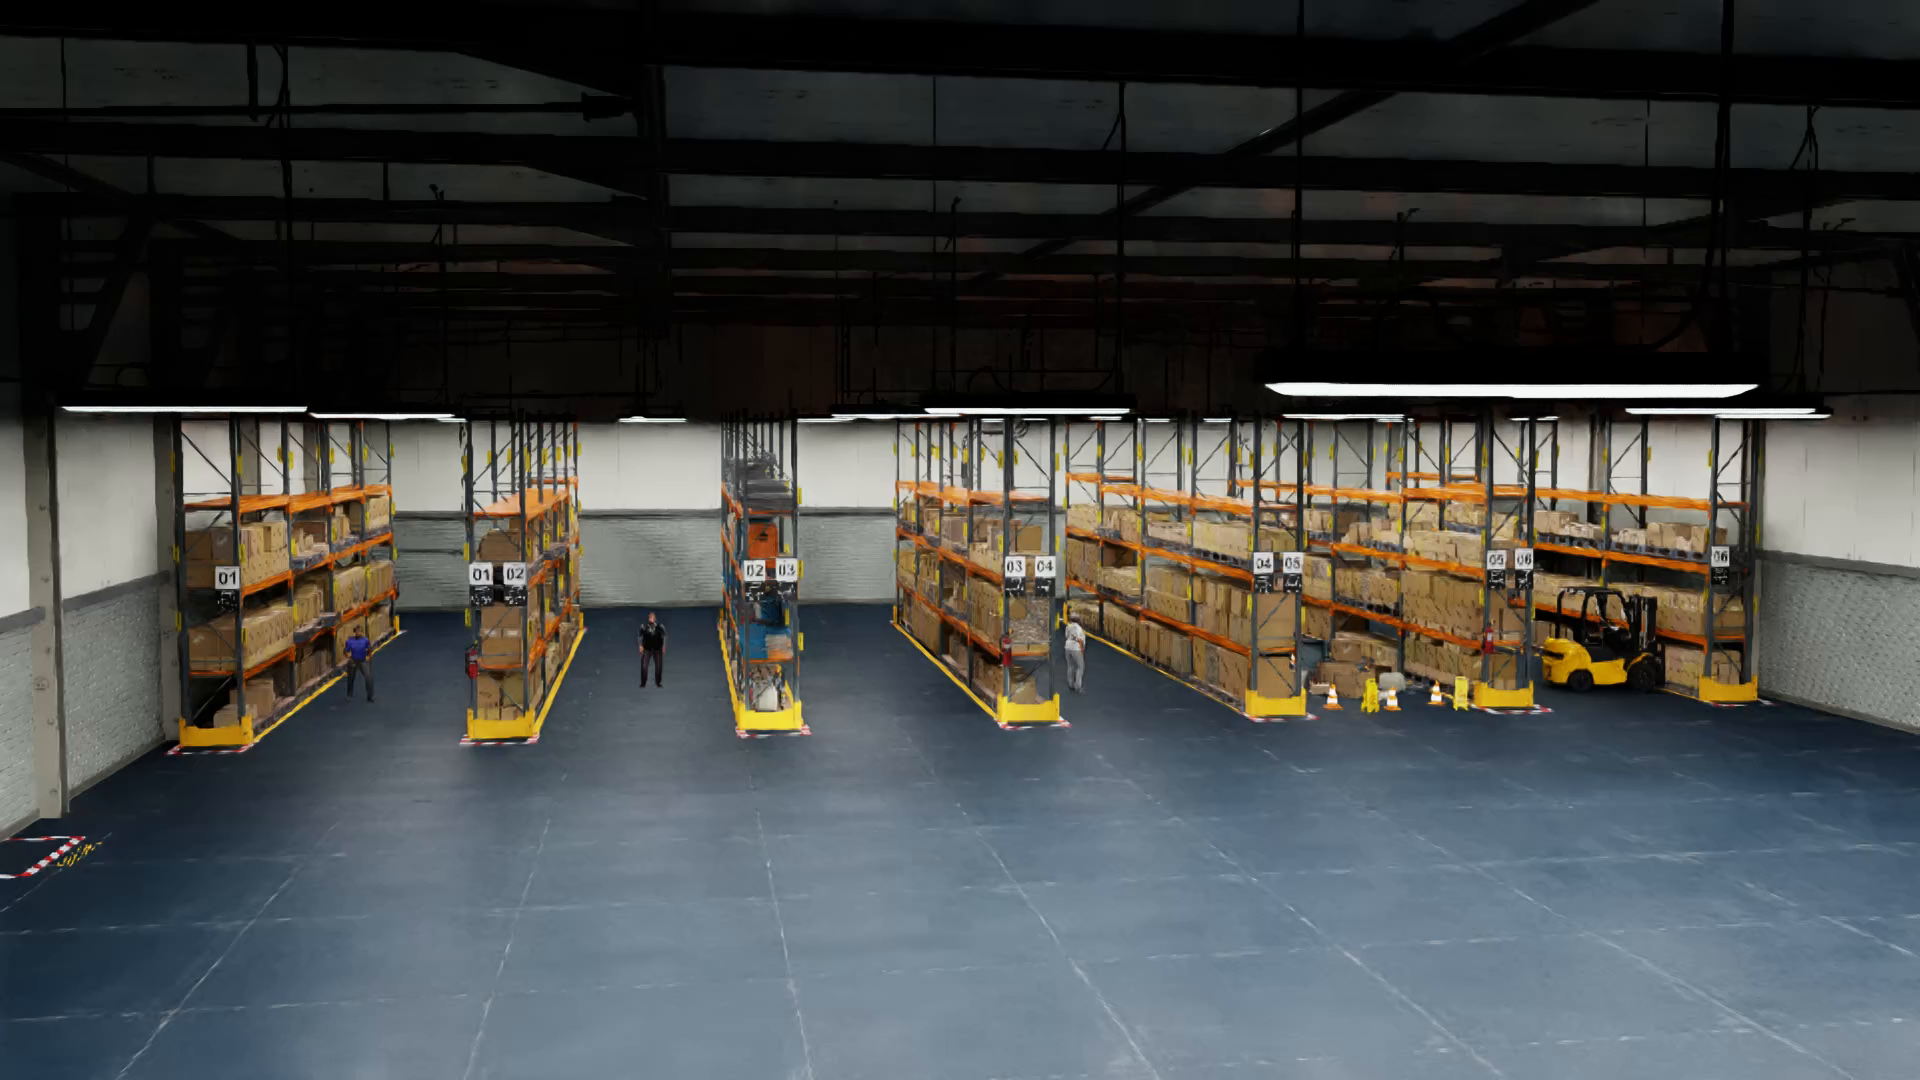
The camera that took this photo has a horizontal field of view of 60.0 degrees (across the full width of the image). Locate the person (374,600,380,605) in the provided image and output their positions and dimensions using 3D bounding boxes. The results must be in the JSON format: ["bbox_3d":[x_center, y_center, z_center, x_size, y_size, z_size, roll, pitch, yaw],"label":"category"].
[{"bbox_3d":[-16.458,1.586,46.410,0.463,1.780,0.701,1,4,17],"label":"person"}]

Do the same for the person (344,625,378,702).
[{"bbox_3d":[-12.394,2.527,34.308,0.621,1.588,0.827,-2,4,-27],"label":"person"}]

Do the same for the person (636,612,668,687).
[{"bbox_3d":[-6.689,2.375,36.121,0.677,1.674,0.534,-1,4,-10],"label":"person"}]

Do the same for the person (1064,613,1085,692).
[{"bbox_3d":[2.485,2.427,35.767,0.404,1.732,0.559,-3,5,-38],"label":"person"}]
